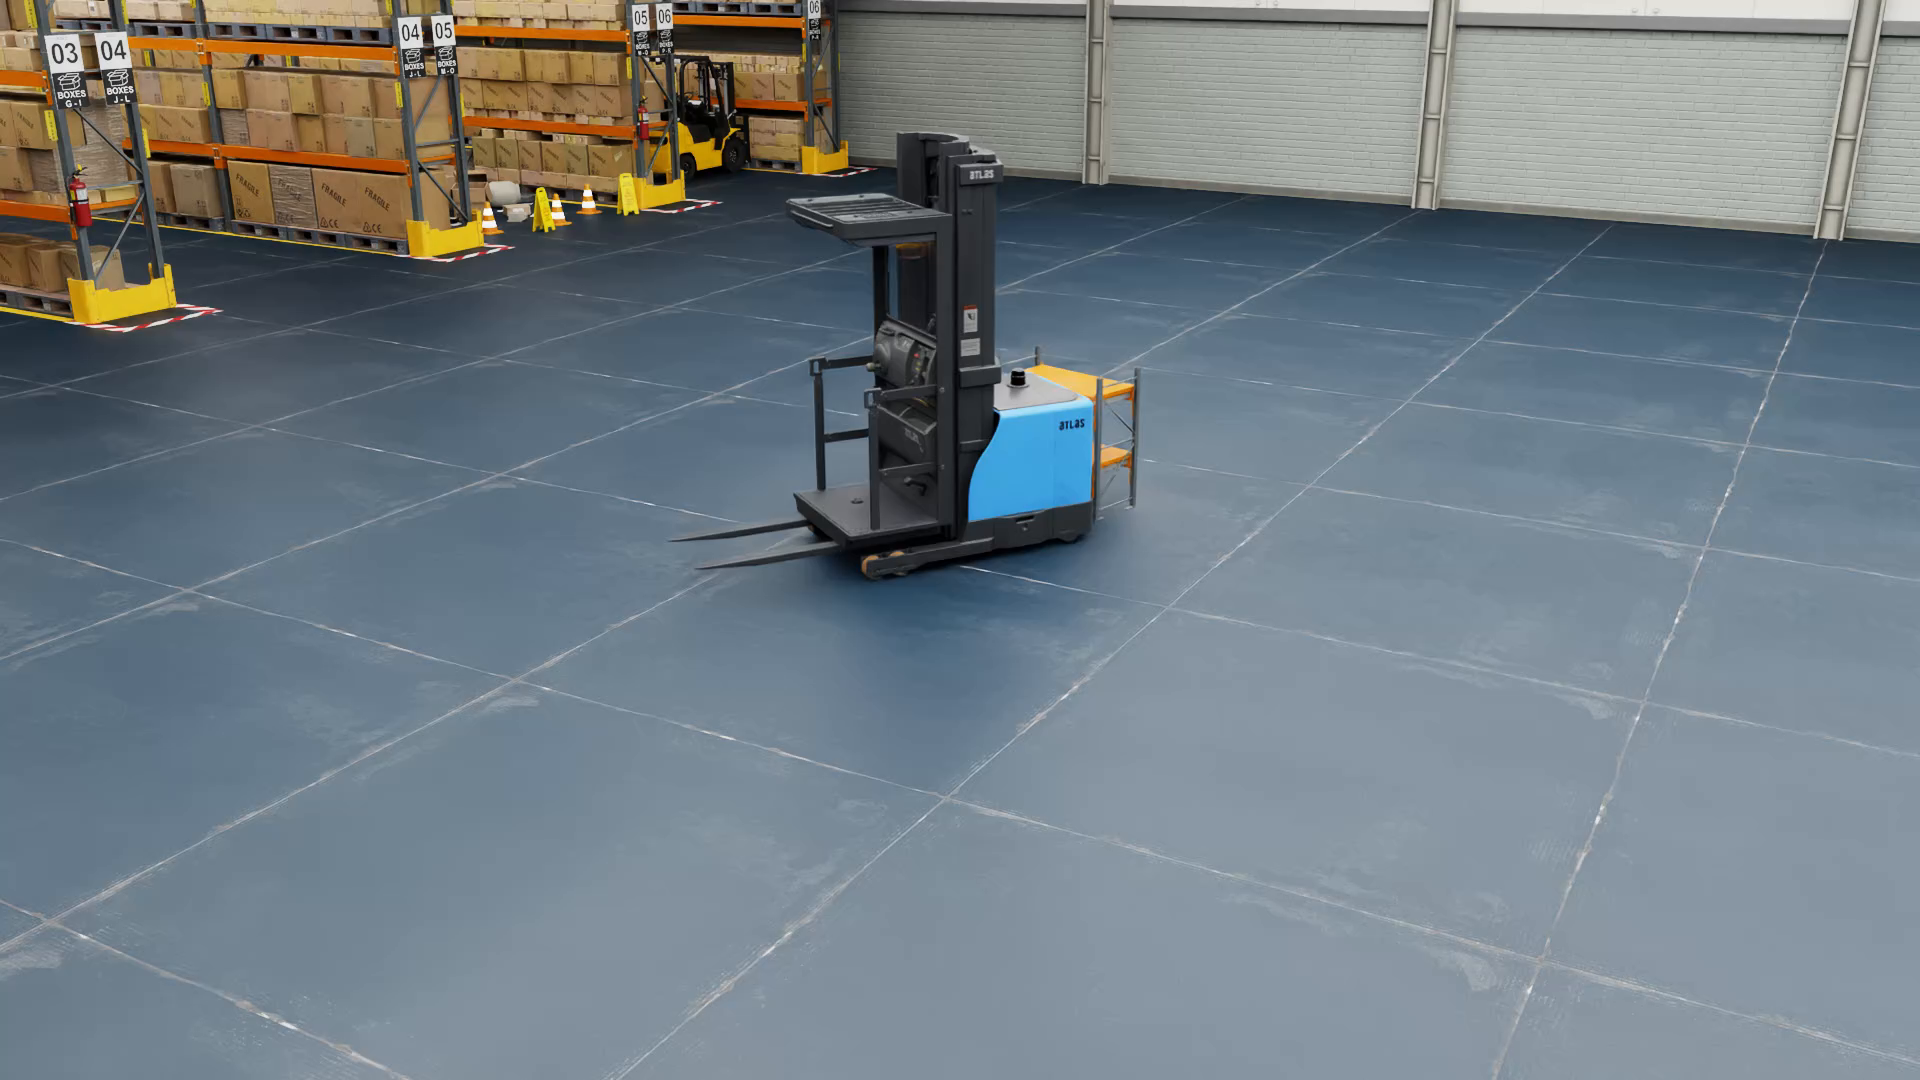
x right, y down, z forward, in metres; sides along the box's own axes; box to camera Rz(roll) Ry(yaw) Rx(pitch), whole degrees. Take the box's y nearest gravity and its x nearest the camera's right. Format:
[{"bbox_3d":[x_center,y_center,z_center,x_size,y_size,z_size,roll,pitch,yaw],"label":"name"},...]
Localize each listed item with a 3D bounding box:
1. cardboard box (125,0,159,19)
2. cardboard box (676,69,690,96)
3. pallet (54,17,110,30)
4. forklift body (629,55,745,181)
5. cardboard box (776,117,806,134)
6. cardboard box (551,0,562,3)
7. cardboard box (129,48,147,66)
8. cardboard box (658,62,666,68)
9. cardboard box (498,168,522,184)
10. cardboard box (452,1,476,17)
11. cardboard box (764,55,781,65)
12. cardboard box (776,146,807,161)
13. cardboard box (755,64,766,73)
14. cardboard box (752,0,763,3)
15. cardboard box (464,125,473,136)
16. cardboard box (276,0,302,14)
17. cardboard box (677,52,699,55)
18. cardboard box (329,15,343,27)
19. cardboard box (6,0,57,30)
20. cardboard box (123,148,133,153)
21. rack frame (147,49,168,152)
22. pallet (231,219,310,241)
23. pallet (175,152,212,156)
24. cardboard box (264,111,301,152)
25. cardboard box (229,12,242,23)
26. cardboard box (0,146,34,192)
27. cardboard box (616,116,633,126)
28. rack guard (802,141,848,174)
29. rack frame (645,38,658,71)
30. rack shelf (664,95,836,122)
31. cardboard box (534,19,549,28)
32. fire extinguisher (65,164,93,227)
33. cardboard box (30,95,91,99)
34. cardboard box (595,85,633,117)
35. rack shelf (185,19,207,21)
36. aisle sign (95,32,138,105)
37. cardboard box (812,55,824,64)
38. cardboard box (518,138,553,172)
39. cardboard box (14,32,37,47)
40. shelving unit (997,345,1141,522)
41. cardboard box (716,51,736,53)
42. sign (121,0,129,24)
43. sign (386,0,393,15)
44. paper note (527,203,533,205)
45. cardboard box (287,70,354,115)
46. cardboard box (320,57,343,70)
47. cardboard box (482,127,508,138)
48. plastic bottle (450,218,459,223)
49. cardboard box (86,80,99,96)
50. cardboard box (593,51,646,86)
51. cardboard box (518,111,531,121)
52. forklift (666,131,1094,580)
[{"bbox_3d":[-12.476,-8.058,25.150,0.500,0.311,0.500,10,22,25],"label":"cardboard box"},{"bbox_3d":[-5.372,-9.002,32.636,0.500,0.500,0.500,11,23,28],"label":"cardboard box"},{"bbox_3d":[-13.743,-8.115,26.215,1.003,0.211,1.213,12,23,30],"label":"pallet"},{"bbox_3d":[-5.148,-7.896,30.979,1.214,2.155,2.313,11,23,27],"label":"forklift body"},{"bbox_3d":[-3.157,-7.882,31.644,0.500,0.250,0.500,12,23,29],"label":"cardboard box"},{"bbox_3d":[-6.520,-8.923,27.365,0.250,0.149,0.380,10,22,26],"label":"cardboard box"},{"bbox_3d":[-16.043,-9.554,32.691,0.500,0.500,0.500,11,22,27],"label":"cardboard box"},{"bbox_3d":[-5.718,-9.366,32.689,0.250,0.149,0.380,11,23,29],"label":"cardboard box"},{"bbox_3d":[-7.658,-6.351,28.891,0.500,0.250,0.500,12,23,30],"label":"cardboard box"},{"bbox_3d":[-8.262,-9.035,28.258,0.500,0.250,0.500,10,22,26],"label":"cardboard box"},{"bbox_3d":[-3.491,-9.079,31.461,0.250,0.149,0.380,11,23,28],"label":"cardboard box"},{"bbox_3d":[-3.167,-7.412,31.816,0.500,0.250,0.500,11,23,28],"label":"cardboard box"},{"bbox_3d":[-3.688,-8.989,31.649,0.250,0.149,0.380,11,22,27],"label":"cardboard box"},{"bbox_3d":[-3.696,-10.204,31.132,0.258,0.266,0.396,11,23,27],"label":"cardboard box"},{"bbox_3d":[-10.493,-8.968,35.740,0.500,0.500,0.500,10,22,26],"label":"cardboard box"},{"bbox_3d":[-9.224,-7.527,23.340,0.500,0.250,0.500,11,23,28],"label":"cardboard box"},{"bbox_3d":[-5.288,-9.409,32.371,0.250,0.149,0.380,11,23,28],"label":"cardboard box"},{"bbox_3d":[-8.467,-7.172,22.945,0.250,0.149,0.380,11,23,28],"label":"cardboard box"},{"bbox_3d":[-11.018,-6.254,19.492,0.500,0.500,0.500,11,23,27],"label":"cardboard box"},{"bbox_3d":[-13.843,-5.896,26.905,0.750,0.750,1.050,10,22,27],"label":"cardboard box"},{"bbox_3d":[-15.497,-9.040,32.889,0.127,3.000,1.000,11,23,27],"label":"rack frame"},{"bbox_3d":[-10.213,-4.759,25.175,1.213,0.211,1.003,11,23,27],"label":"pallet"},{"bbox_3d":[-14.786,-7.624,33.072,1.213,0.211,1.003,11,23,27],"label":"pallet"},{"bbox_3d":[-9.605,-6.023,24.349,0.550,0.550,0.875,11,23,27],"label":"cardboard box"},{"bbox_3d":[-10.242,-7.510,23.876,0.250,0.149,0.380,11,23,27],"label":"cardboard box"},{"bbox_3d":[-10.815,-4.428,19.592,0.500,0.500,0.875,11,23,27],"label":"cardboard box"},{"bbox_3d":[-5.451,-6.925,27.426,0.250,0.149,0.380,12,23,29],"label":"cardboard box"},{"bbox_3d":[-2.582,-7.344,31.878,0.348,0.500,1.175,11,23,27],"label":"rack guard"},{"bbox_3d":[-6.095,-9.188,33.296,0.127,3.000,1.000,11,23,27],"label":"rack frame"},{"bbox_3d":[-4.349,-8.517,32.502,4.000,0.370,1.077,11,23,27],"label":"rack shelf"},{"bbox_3d":[-6.831,-8.555,27.520,0.250,0.149,0.380,10,22,27],"label":"cardboard box"},{"bbox_3d":[-9.978,-3.902,18.836,0.183,0.674,0.296,11,23,27],"label":"fire extinguisher"},{"bbox_3d":[-10.634,-5.009,19.726,0.500,0.500,0.500,11,23,27],"label":"cardboard box"},{"bbox_3d":[-5.629,-7.240,27.342,0.500,0.500,0.500,10,22,26],"label":"cardboard box"},{"bbox_3d":[-13.751,-9.780,31.583,4.000,0.370,1.077,11,23,27],"label":"rack shelf"},{"bbox_3d":[-9.653,-5.396,19.028,0.004,0.787,0.394,11,23,27],"label":"aisle sign"},{"bbox_3d":[-2.792,-9.134,31.613,0.250,0.149,0.380,10,22,26],"label":"cardboard box"},{"bbox_3d":[-7.204,-6.617,28.523,0.500,0.500,0.500,12,23,30],"label":"cardboard box"},{"bbox_3d":[-10.418,-5.653,18.787,0.250,0.149,0.380,10,22,26],"label":"cardboard box"},{"bbox_3d":[0.836,-0.854,13.070,1.048,1.125,0.538,18,27,41],"label":"shelving unit"},{"bbox_3d":[-4.567,-9.494,32.606,0.250,0.149,0.380,11,22,27],"label":"cardboard box"},{"bbox_3d":[-9.589,-6.077,19.039,0.005,0.325,0.100,11,23,27],"label":"sign"},{"bbox_3d":[-7.623,-7.184,22.190,0.005,0.325,0.100,11,23,27],"label":"sign"},{"bbox_3d":[-7.242,-5.629,27.838,0.148,0.019,0.142,3,20,9],"label":"paper note"},{"bbox_3d":[-9.125,-6.453,23.951,0.500,0.550,0.875,11,23,27],"label":"cardboard box"},{"bbox_3d":[-11.266,-8.531,30.286,0.500,0.500,0.500,12,23,30],"label":"cardboard box"},{"bbox_3d":[-8.049,-7.055,28.781,0.250,0.149,0.380,11,23,28],"label":"cardboard box"},{"bbox_3d":[-8.040,-5.032,26.148,0.283,0.061,0.133,3,20,9],"label":"plastic bottle"},{"bbox_3d":[-13.501,-7.240,26.314,0.500,0.500,0.700,10,22,27],"label":"cardboard box"},{"bbox_3d":[-5.573,-7.722,27.204,0.500,0.500,0.700,10,22,26],"label":"cardboard box"},{"bbox_3d":[-7.282,-7.228,28.262,0.250,0.149,0.380,11,23,28],"label":"cardboard box"},{"bbox_3d":[-0.571,-1.305,11.666,3.031,2.935,1.130,-10,22,-25],"label":"forklift"}]
